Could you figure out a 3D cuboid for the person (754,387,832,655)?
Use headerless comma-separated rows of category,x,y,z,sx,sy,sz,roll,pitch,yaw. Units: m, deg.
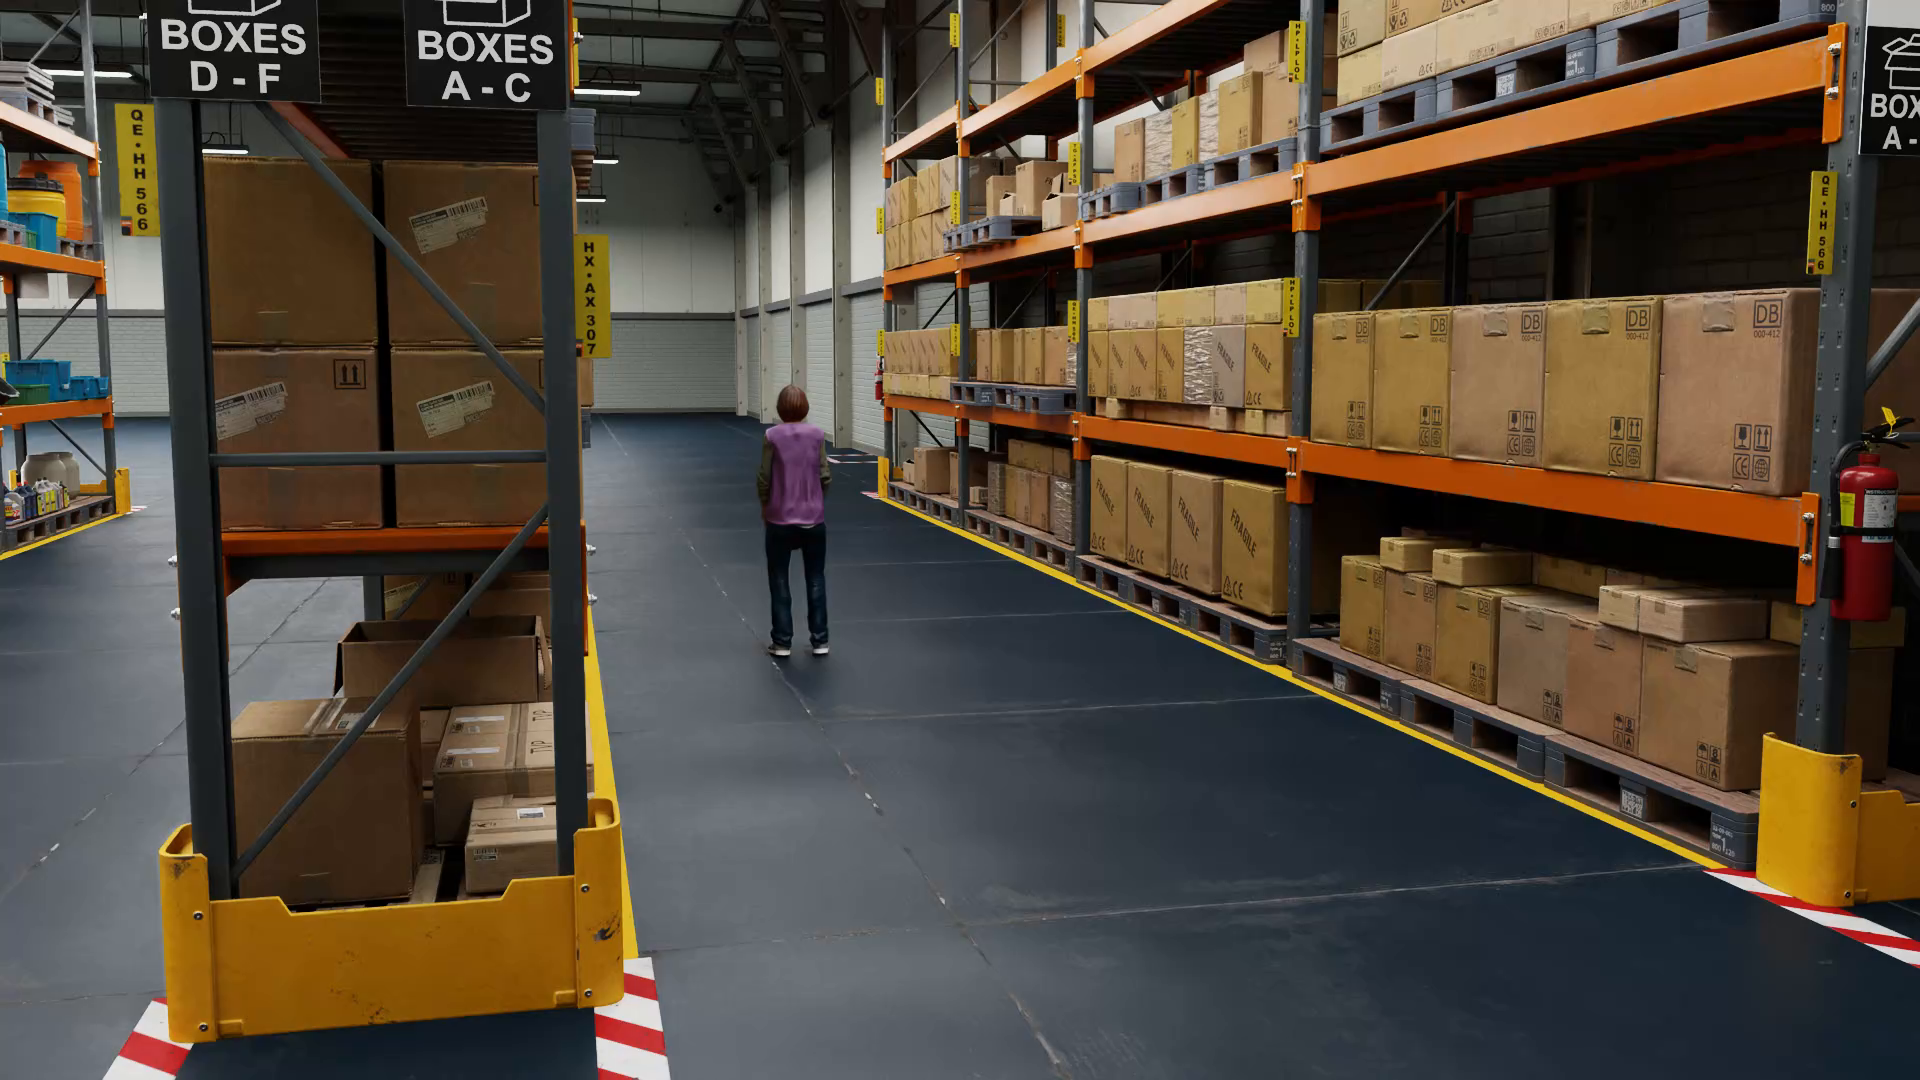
person,-0.986,-0.102,9.847,0.473,1.581,0.349,-2,7,-15
